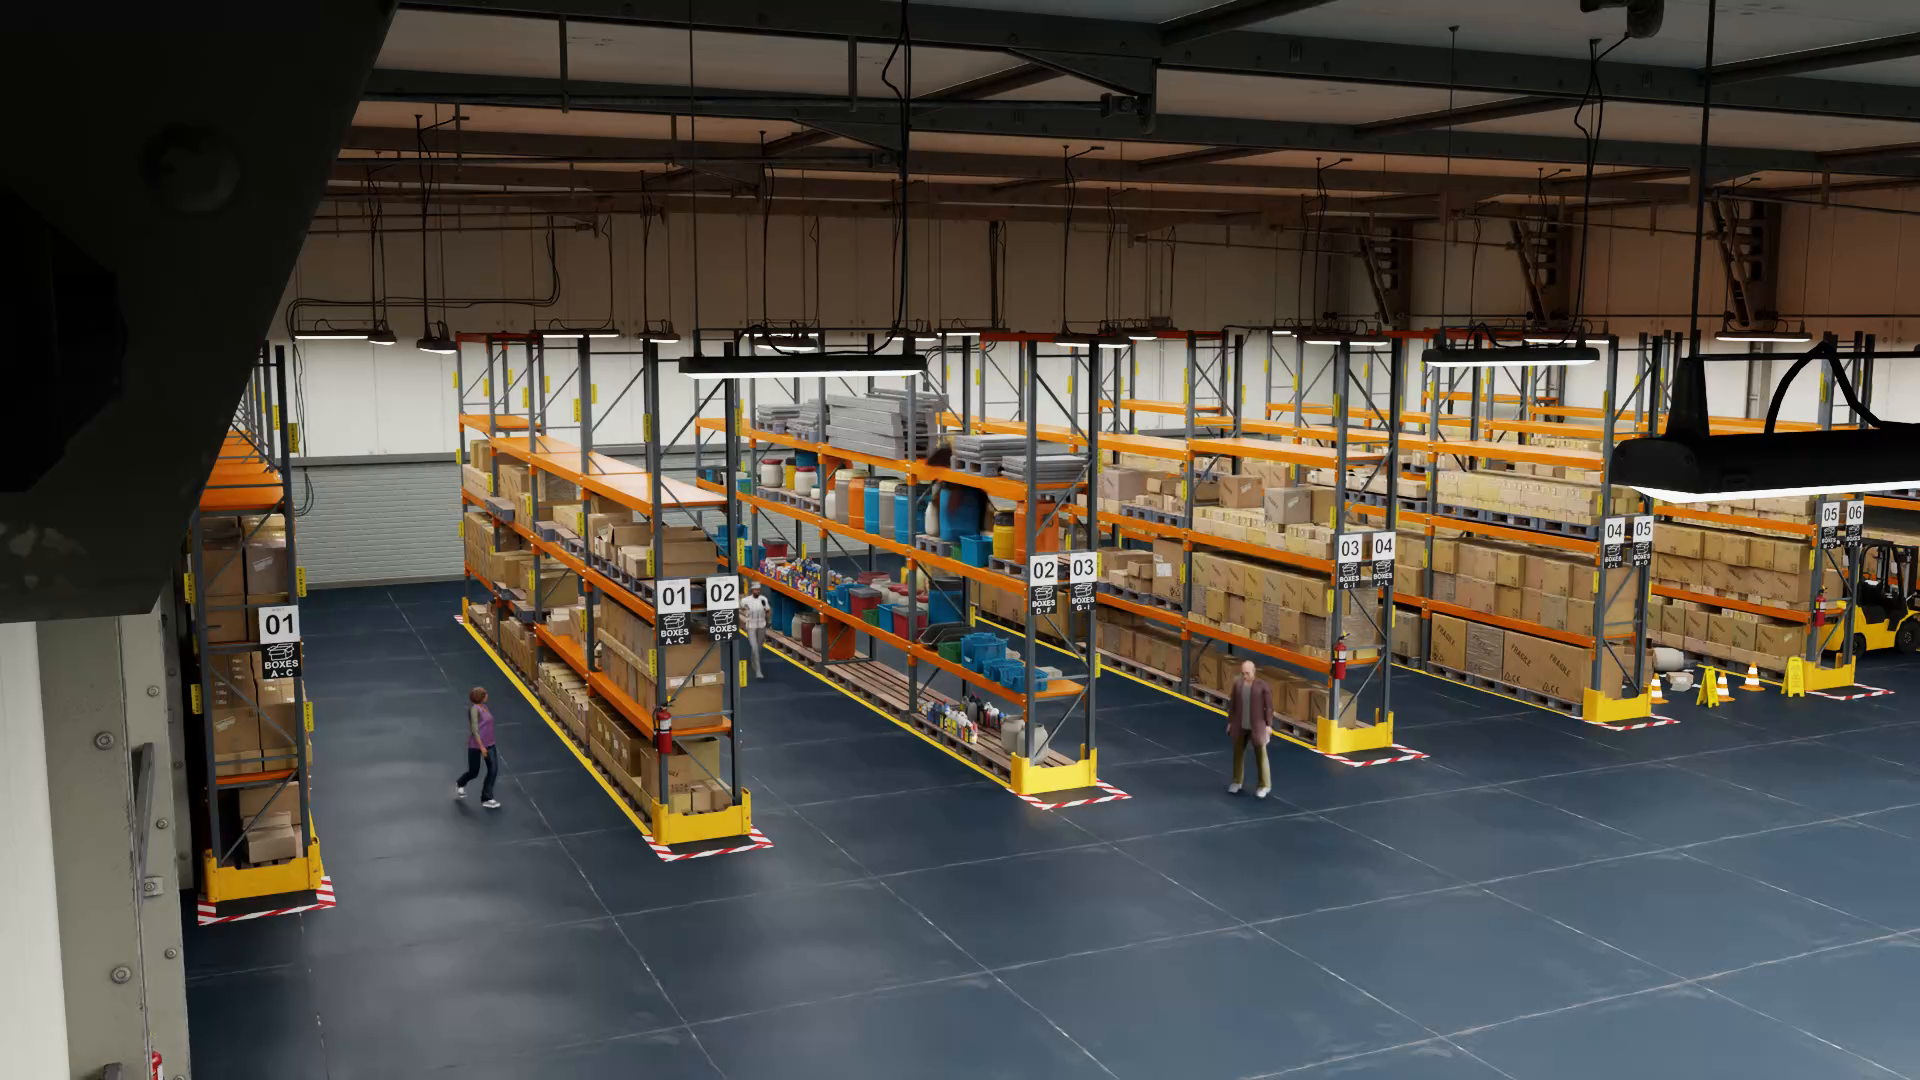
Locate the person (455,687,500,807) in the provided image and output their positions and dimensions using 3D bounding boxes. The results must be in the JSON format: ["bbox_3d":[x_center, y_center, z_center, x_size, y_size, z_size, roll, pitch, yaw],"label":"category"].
[{"bbox_3d":[-6.245,2.660,21.544,0.773,1.554,0.389,6,10,36],"label":"person"}]

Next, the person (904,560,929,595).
[{"bbox_3d":[-0.838,1.112,32.827,0.471,1.621,1.064,-4,9,-28],"label":"person"}]

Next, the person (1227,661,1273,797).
[{"bbox_3d":[3.812,2.480,22.055,0.634,1.778,0.426,5,9,30],"label":"person"}]

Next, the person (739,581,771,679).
[{"bbox_3d":[-3.594,1.537,29.257,0.627,1.651,1.006,-3,8,-21],"label":"person"}]
